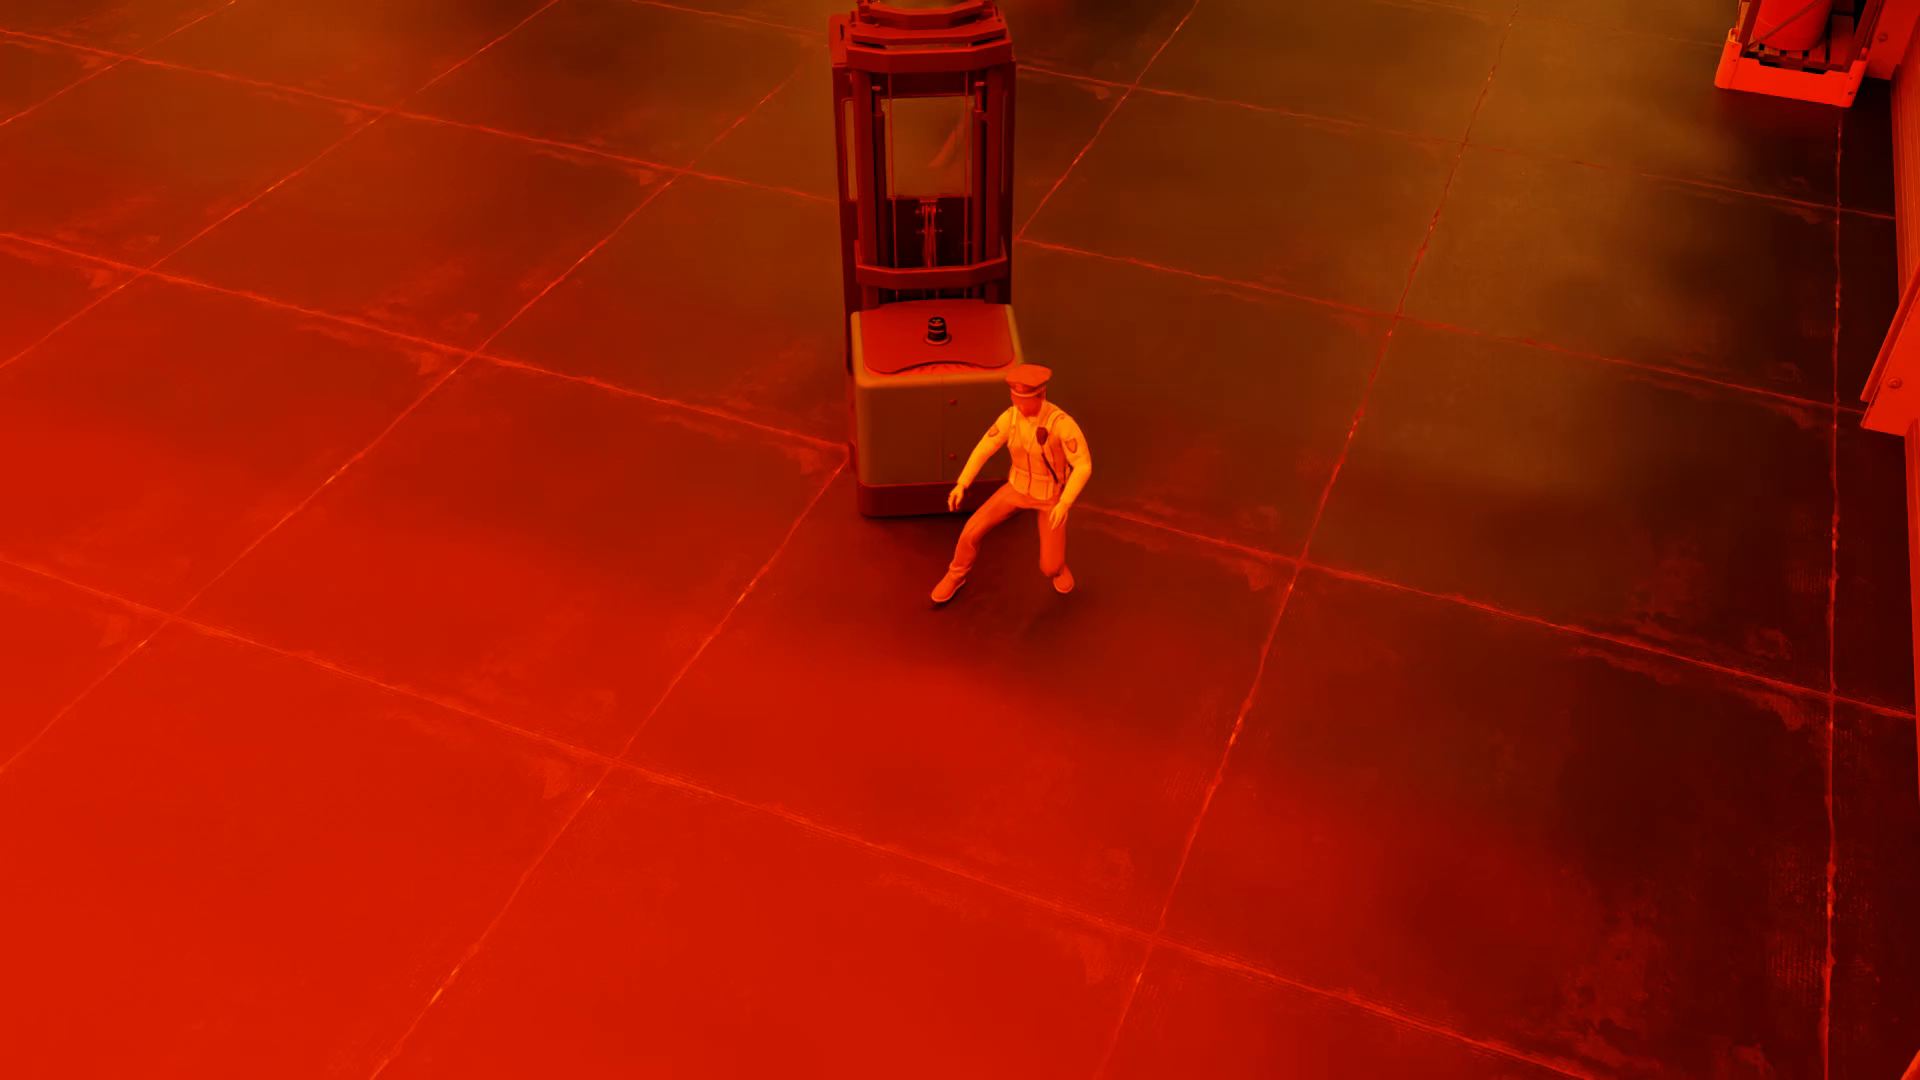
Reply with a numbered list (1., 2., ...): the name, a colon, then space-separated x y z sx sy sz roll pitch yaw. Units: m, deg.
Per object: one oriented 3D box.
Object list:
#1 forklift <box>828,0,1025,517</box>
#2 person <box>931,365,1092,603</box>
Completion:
1. forklift: -0.236 -2.204 10.640 1.130 2.935 3.031 -3 40 -4
2. person: 0.308 -0.250 9.416 0.801 1.491 0.630 22 45 24
